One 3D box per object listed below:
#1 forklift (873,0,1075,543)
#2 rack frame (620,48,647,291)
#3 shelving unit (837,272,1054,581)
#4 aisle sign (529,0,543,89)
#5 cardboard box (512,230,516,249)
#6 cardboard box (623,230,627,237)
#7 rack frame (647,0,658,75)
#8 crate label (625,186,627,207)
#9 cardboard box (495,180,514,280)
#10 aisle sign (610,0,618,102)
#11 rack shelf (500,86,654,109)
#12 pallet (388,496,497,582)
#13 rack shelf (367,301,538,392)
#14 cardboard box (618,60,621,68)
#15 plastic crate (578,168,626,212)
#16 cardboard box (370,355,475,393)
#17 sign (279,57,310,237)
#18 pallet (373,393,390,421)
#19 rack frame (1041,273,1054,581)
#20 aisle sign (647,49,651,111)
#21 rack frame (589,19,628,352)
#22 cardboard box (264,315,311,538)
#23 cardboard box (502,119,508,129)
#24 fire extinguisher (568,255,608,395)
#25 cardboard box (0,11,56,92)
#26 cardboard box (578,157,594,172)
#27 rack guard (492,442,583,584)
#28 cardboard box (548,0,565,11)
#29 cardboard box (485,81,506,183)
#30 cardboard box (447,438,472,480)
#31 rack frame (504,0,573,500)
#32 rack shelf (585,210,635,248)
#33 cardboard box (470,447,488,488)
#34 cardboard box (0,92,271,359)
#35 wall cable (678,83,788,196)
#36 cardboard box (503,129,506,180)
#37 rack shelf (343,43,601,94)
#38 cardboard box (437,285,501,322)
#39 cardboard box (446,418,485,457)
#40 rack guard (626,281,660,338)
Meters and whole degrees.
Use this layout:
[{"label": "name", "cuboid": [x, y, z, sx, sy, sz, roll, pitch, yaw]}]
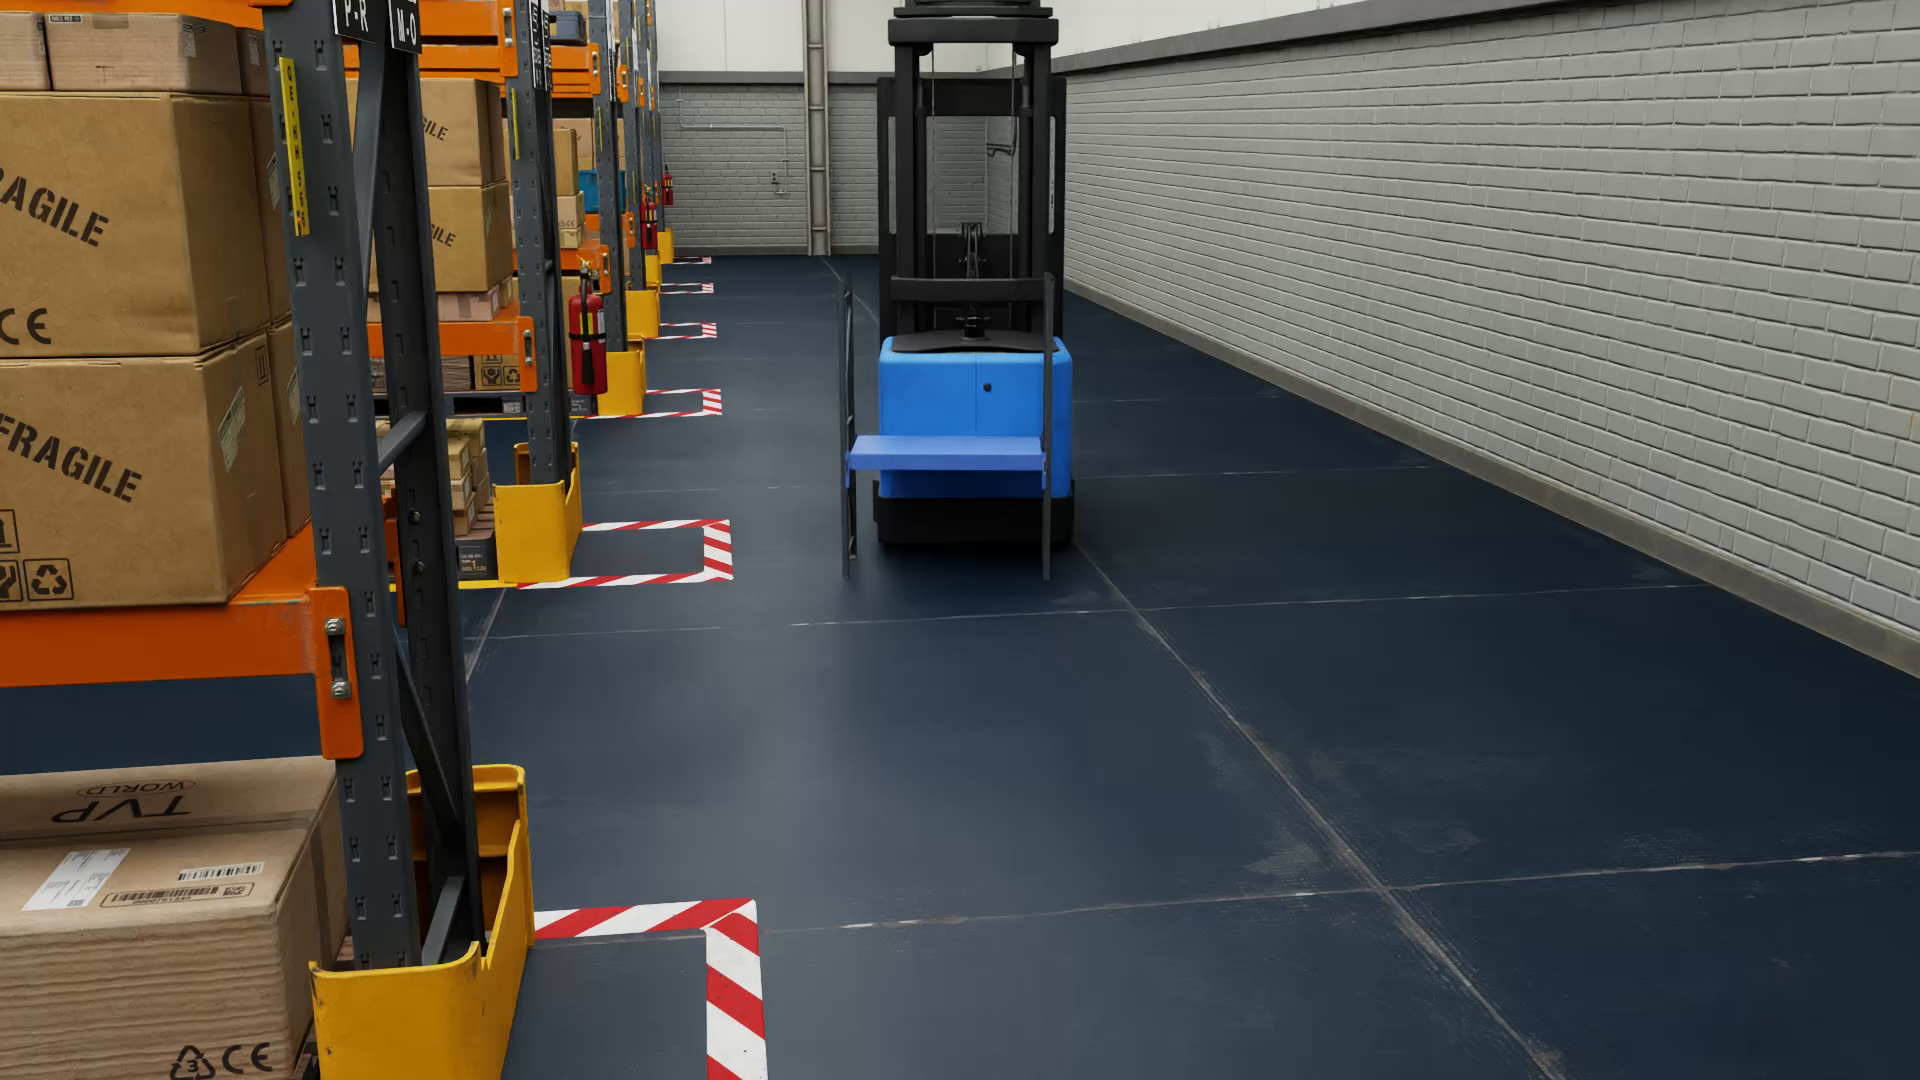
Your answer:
[{"label": "forklift", "cuboid": [0.062, -1.707, 10.002, 1.130, 2.935, 3.031, 0, 14, -1]}, {"label": "rack frame", "cuboid": [-3.538, -3.771, 18.092, 0.127, 3.000, 1.000, -2, 14, -8]}, {"label": "shelving unit", "cuboid": [-0.065, -0.582, 8.461, 1.048, 1.500, 0.538, 0, 14, 1]}, {"label": "aisle sign", "cuboid": [-2.044, -2.574, 7.976, 0.004, 0.787, 0.394, -2, 14, -8]}, {"label": "cardboard box", "cuboid": [-3.360, -2.356, 12.966, 0.250, 0.149, 0.380, -2, 14, -8]}, {"label": "cardboard box", "cuboid": [-5.691, -5.096, 27.650, 0.500, 0.500, 0.700, -2, 14, -8]}, {"label": "rack frame", "cuboid": [-5.014, -9.064, 26.864, 0.127, 3.000, 1.000, -2, 14, -8]}, {"label": "crate label", "cuboid": [-3.831, -3.789, 18.385, 0.303, 0.233, 0.416, -2, 14, -8]}, {"label": "cardboard box", "cuboid": [-2.646, -1.626, 8.721, 0.500, 0.500, 0.500, -1, 14, -6]}, {"label": "aisle sign", "cuboid": [-2.774, -3.915, 13.323, 0.004, 0.787, 0.394, -2, 14, -8]}, {"label": "rack shelf", "cuboid": [-6.992, -7.188, 27.028, 4.000, 0.370, 1.077, -2, 14, -8]}, {"label": "pallet", "cuboid": [-3.045, -0.007, 8.814, 1.213, 0.211, 1.003, -2, 14, -8]}, {"label": "rack shelf", "cuboid": [-4.139, -0.961, 8.368, 4.000, 0.370, 1.077, -2, 14, -8]}, {"label": "cardboard box", "cuboid": [-4.741, -6.263, 22.170, 0.500, 0.250, 0.500, -2, 14, -8]}, {"label": "plastic crate", "cuboid": [-3.841, -3.760, 17.853, 0.499, 0.435, 0.616, -2, 14, -8]}, {"label": "cardboard box", "cuboid": [-4.321, -1.677, 13.248, 0.875, 0.875, 0.875, -2, 14, -8]}, {"label": "sign", "cuboid": [-1.257, -0.741, 3.144, 0.005, 0.325, 0.100, -2, 14, -8]}, {"label": "pallet", "cuboid": [-4.783, -1.136, 13.317, 1.213, 0.211, 1.003, -2, 14, -8]}, {"label": "rack frame", "cuboid": [0.443, -0.580, 8.449, 0.032, 1.500, 0.500, 0, 14, 1]}, {"label": "aisle sign", "cuboid": [-4.159, -6.152, 22.243, 0.004, 0.787, 0.394, -2, 14, -8]}, {"label": "rack frame", "cuboid": [-2.800, -2.580, 13.341, 0.127, 3.000, 1.000, -2, 14, -8]}, {"label": "cardboard box", "cuboid": [-1.841, -0.296, 4.030, 0.500, 0.500, 0.500, -2, 14, -9]}, {"label": "cardboard box", "cuboid": [-6.191, -5.357, 22.154, 0.500, 0.500, 0.500, -2, 14, -7]}, {"label": "fire extinguisher", "cuboid": [-1.843, -1.063, 8.218, 0.183, 0.674, 0.296, -2, 14, -8]}, {"label": "cardboard box", "cuboid": [-1.896, -0.968, 3.320, 0.250, 0.149, 0.380, -2, 14, -7]}, {"label": "cardboard box", "cuboid": [-5.187, -4.910, 22.427, 0.500, 0.500, 0.500, -2, 14, -8]}, {"label": "rack guard", "cuboid": [-2.236, -0.168, 8.863, 0.348, 0.500, 1.175, -2, 14, -8]}, {"label": "cardboard box", "cuboid": [-3.306, -4.303, 12.775, 0.500, 0.500, 0.700, -3, 14, -12]}, {"label": "cardboard box", "cuboid": [-2.645, -2.108, 8.589, 0.500, 0.500, 0.500, -2, 14, -9]}, {"label": "cardboard box", "cuboid": [-2.647, -0.412, 8.473, 0.250, 0.149, 0.380, -2, 14, -8]}, {"label": "rack frame", "cuboid": [-2.161, -1.383, 8.570, 0.127, 3.000, 1.000, -2, 14, -8]}, {"label": "rack shelf", "cuboid": [-5.516, -3.350, 17.891, 4.000, 0.370, 1.077, -2, 14, -8]}, {"label": "cardboard box", "cuboid": [-2.718, -0.391, 9.000, 0.250, 0.149, 0.380, -1, 14, -6]}, {"label": "cardboard box", "cuboid": [-1.765, -0.655, 3.405, 0.500, 0.500, 0.500, -2, 14, -6]}, {"label": "wall cable", "cuboid": [-3.889, -6.921, 28.563, 1.851, 1.984, 0.084, -2, 14, -8]}, {"label": "cardboard box", "cuboid": [-3.810, -3.044, 13.350, 0.500, 0.500, 0.500, -2, 14, -10]}, {"label": "rack shelf", "cuboid": [-4.778, -3.613, 12.775, 4.000, 0.370, 1.077, -2, 14, -8]}, {"label": "cardboard box", "cuboid": [-2.442, -1.181, 8.282, 0.250, 0.149, 0.380, -2, 14, -8]}, {"label": "cardboard box", "cuboid": [-2.730, -0.555, 9.043, 0.250, 0.149, 0.380, -3, 14, -11]}, {"label": "rack guard", "cuboid": [-3.516, -2.563, 18.412, 0.348, 0.500, 1.175, -2, 14, -8]}]
